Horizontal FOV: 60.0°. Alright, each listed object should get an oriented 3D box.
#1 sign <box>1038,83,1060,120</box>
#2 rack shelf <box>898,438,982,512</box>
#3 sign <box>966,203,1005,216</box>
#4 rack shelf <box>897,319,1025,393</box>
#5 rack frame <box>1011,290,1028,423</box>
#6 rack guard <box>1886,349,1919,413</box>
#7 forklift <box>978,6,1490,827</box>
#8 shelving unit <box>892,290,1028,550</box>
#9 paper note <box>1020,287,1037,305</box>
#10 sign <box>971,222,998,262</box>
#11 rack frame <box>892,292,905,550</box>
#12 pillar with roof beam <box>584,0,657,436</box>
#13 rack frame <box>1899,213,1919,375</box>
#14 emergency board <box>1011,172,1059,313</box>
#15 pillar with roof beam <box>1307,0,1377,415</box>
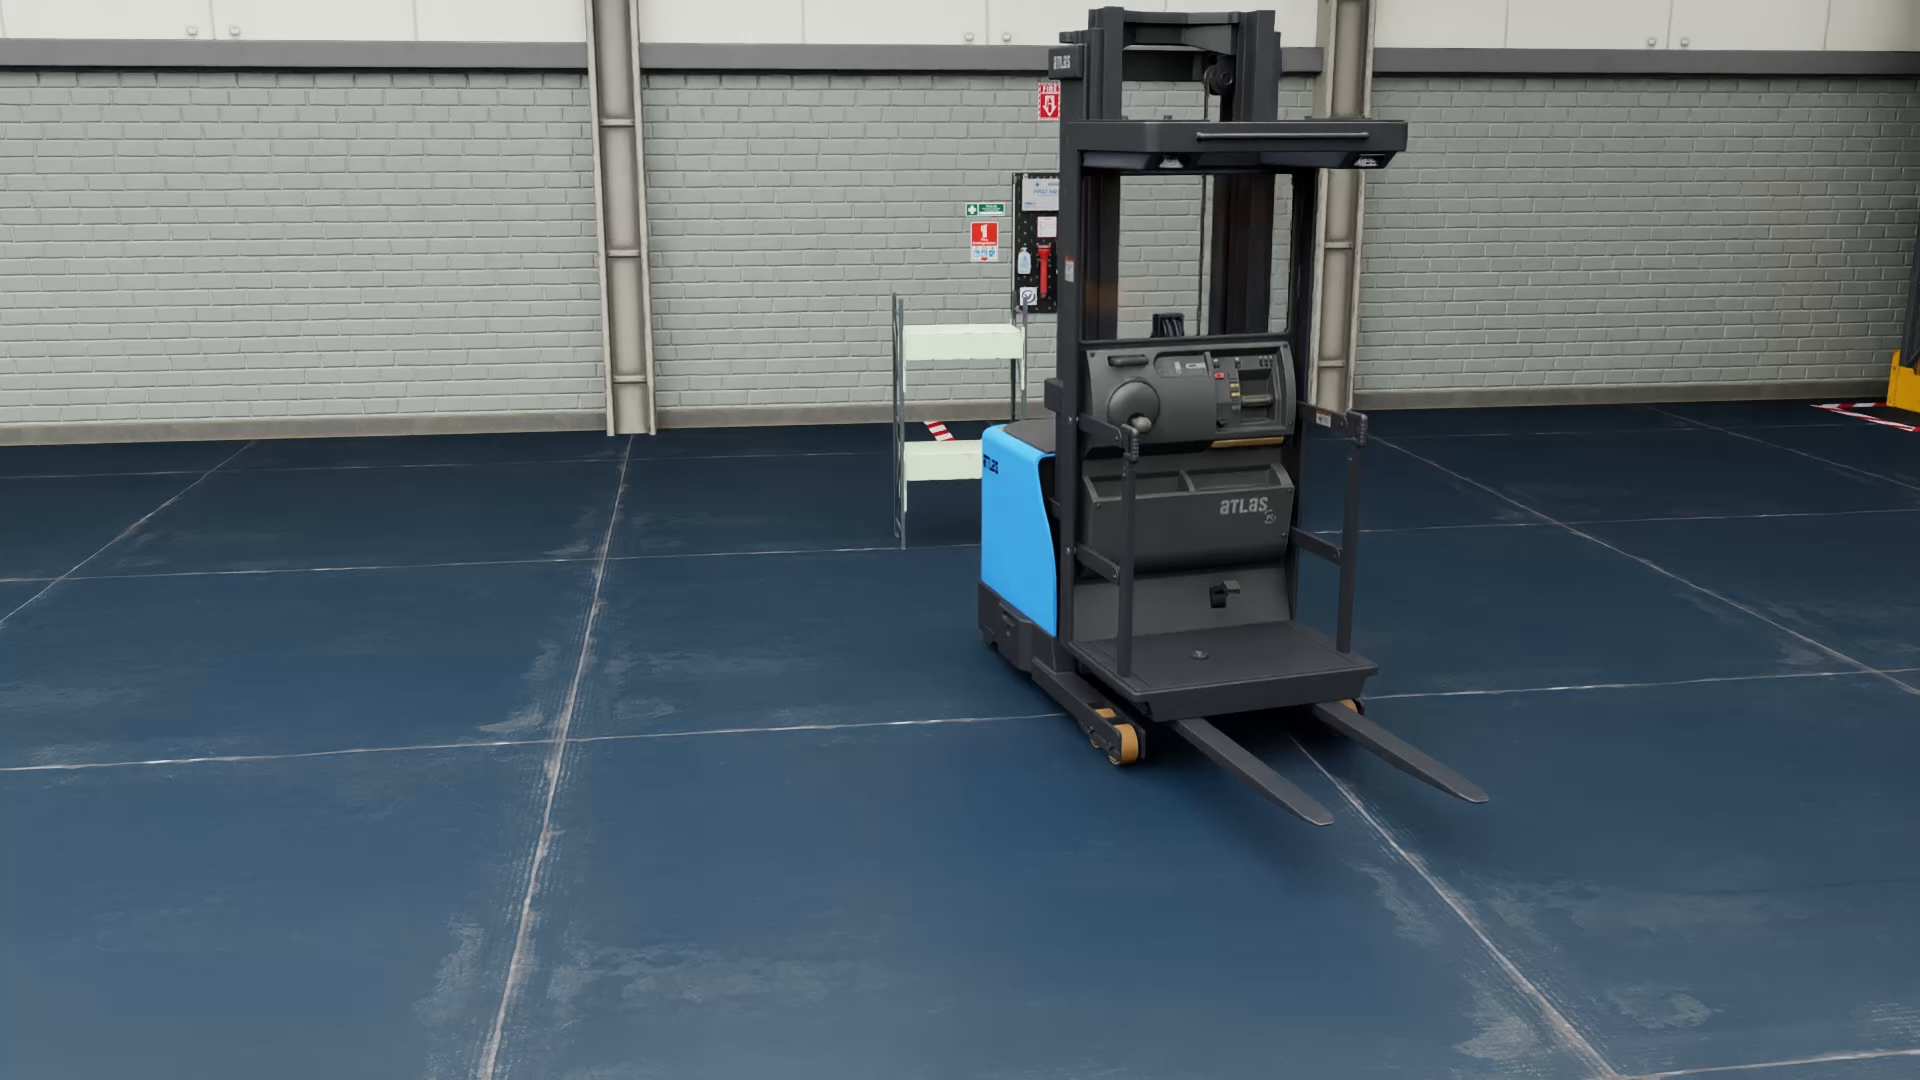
[{"bbox_3d":[0.745,-3.637,13.790,0.199,0.298,0.001,-2,14,-8],"label":"sign"},{"bbox_3d":[-0.007,-0.411,10.118,0.720,0.370,0.431,-2,14,-8],"label":"rack shelf"},{"bbox_3d":[0.211,-2.766,13.920,0.331,0.109,0.001,-2,14,-8],"label":"sign"},{"bbox_3d":[-0.007,-1.106,9.943,0.720,0.370,0.431,-2,14,-8],"label":"rack shelf"},{"bbox_3d":[0.355,-0.740,10.091,0.023,1.500,0.400,-2,14,-8],"label":"rack frame"},{"bbox_3d":[8.662,-1.343,14.550,0.348,0.500,1.175,-2,14,-8],"label":"rack guard"},{"bbox_3d":[1.035,-0.632,6.718,1.130,2.935,3.031,-5,15,-18],"label":"forklift"},{"bbox_3d":[-0.007,-0.727,10.038,0.755,1.500,0.431,-2,14,-8],"label":"shelving unit"},{"bbox_3d":[0.582,-2.071,14.126,0.142,0.148,0.016,-2,14,-8],"label":"paper note"},{"bbox_3d":[0.205,-2.511,13.993,0.234,0.329,0.001,-2,14,-8],"label":"sign"},{"bbox_3d":[-0.369,-0.714,9.986,0.023,1.500,0.400,-2,14,-8],"label":"rack frame"},{"bbox_3d":[-2.075,-4.226,8.573,0.400,9.000,9.100,-2,14,-8],"label":"pillar with roof beam"},{"bbox_3d":[8.586,-2.553,14.235,0.127,3.000,1.000,-2,14,-8],"label":"rack frame"},{"bbox_3d":[0.767,-2.488,13.978,0.643,1.169,0.194,-2,14,-8],"label":"emergency board"},{"bbox_3d":[3.858,-4.443,9.440,0.400,9.000,9.100,-2,14,-8],"label":"pillar with roof beam"}]
